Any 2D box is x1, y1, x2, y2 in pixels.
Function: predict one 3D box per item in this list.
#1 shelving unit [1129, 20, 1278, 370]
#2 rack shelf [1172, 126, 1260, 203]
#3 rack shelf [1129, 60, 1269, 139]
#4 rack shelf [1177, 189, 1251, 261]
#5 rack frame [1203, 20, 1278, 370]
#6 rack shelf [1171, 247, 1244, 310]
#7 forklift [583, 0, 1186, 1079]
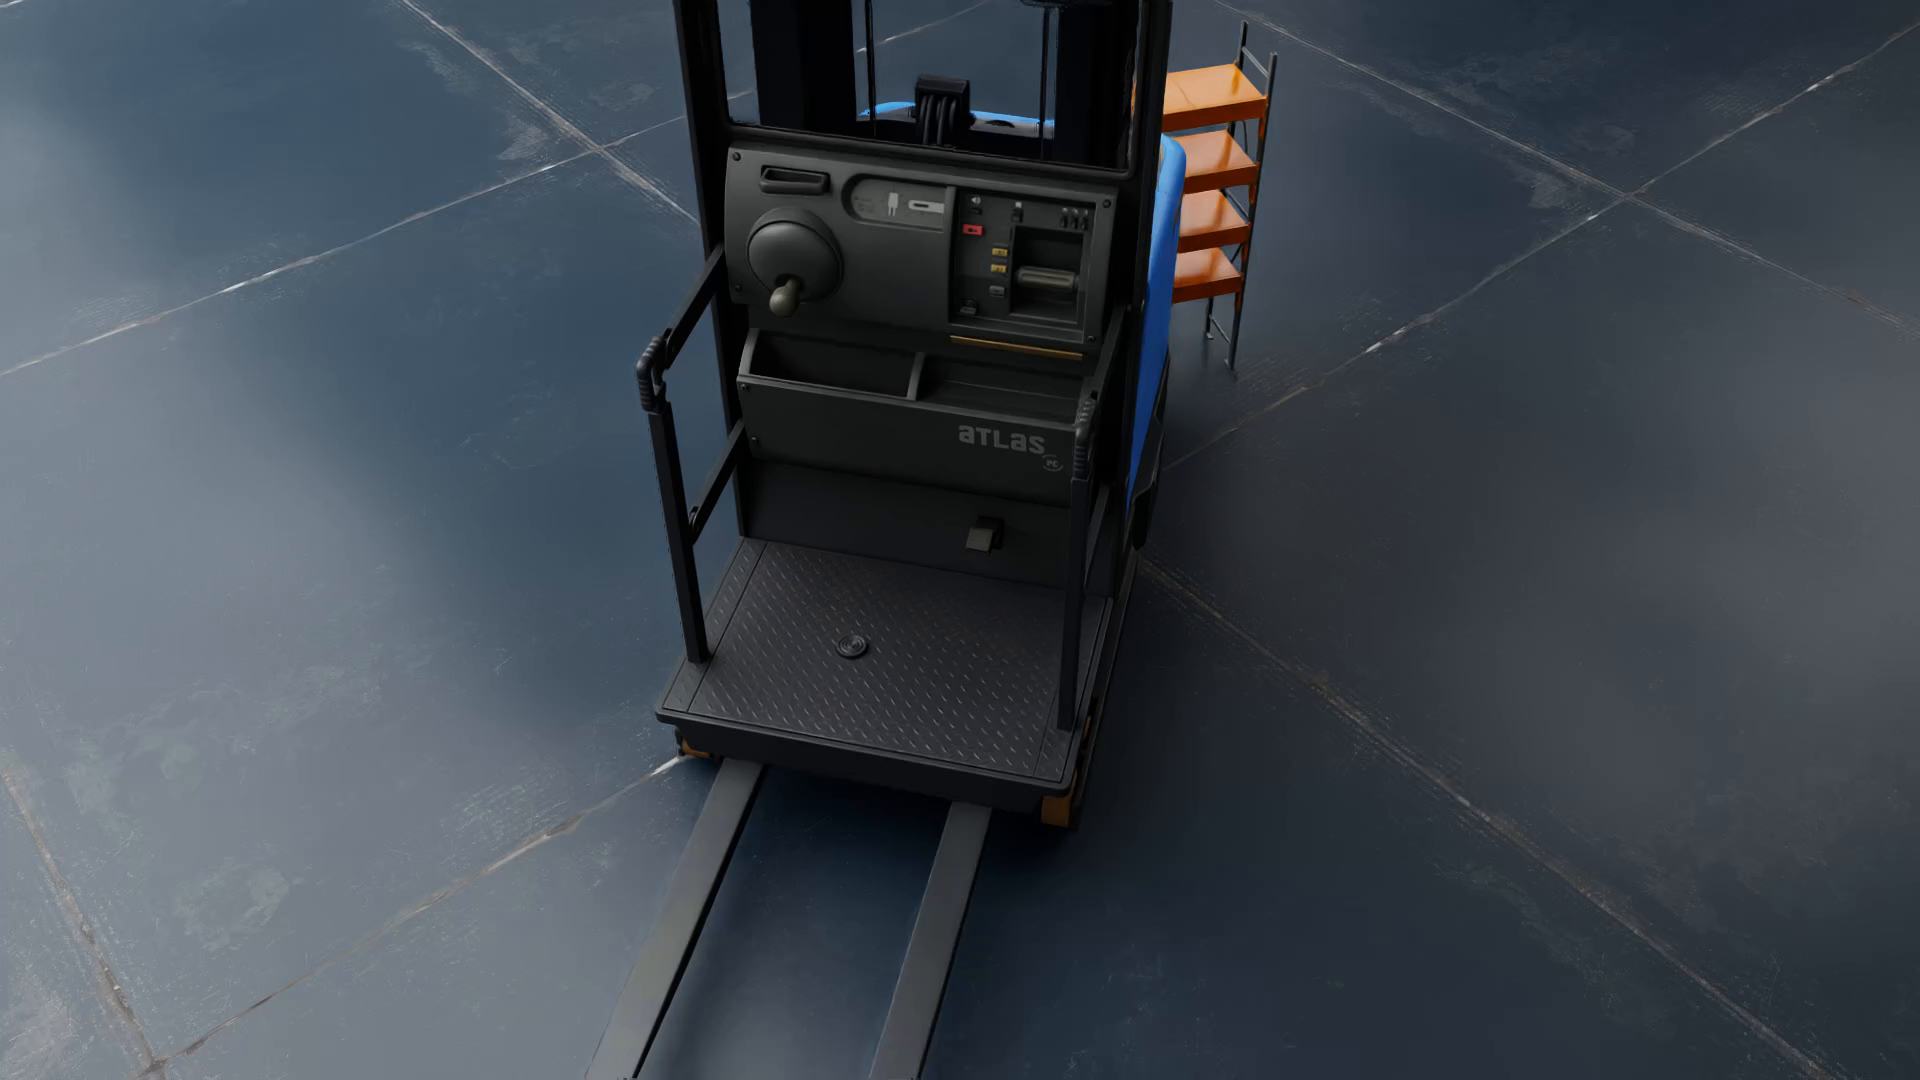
[{"bbox_3d":[0.695,-1.072,5.515,0.503,1.200,0.258,-12,44,-12],"label":"shelving unit"},{"bbox_3d":[0.695,-1.186,5.408,0.480,0.148,0.258,-12,44,-12],"label":"rack shelf"},{"bbox_3d":[0.695,-1.358,5.246,0.480,0.148,0.258,-12,44,-12],"label":"rack shelf"},{"bbox_3d":[0.695,-1.023,5.561,0.480,0.148,0.258,-12,44,-12],"label":"rack shelf"},{"bbox_3d":[0.928,-1.120,5.566,0.015,1.200,0.240,-12,44,-12],"label":"rack frame"},{"bbox_3d":[0.695,-0.878,5.697,0.480,0.148,0.258,-12,44,-12],"label":"rack shelf"},{"bbox_3d":[-0.151,-0.597,3.745,1.130,2.935,3.031,9,44,10],"label":"forklift"}]
